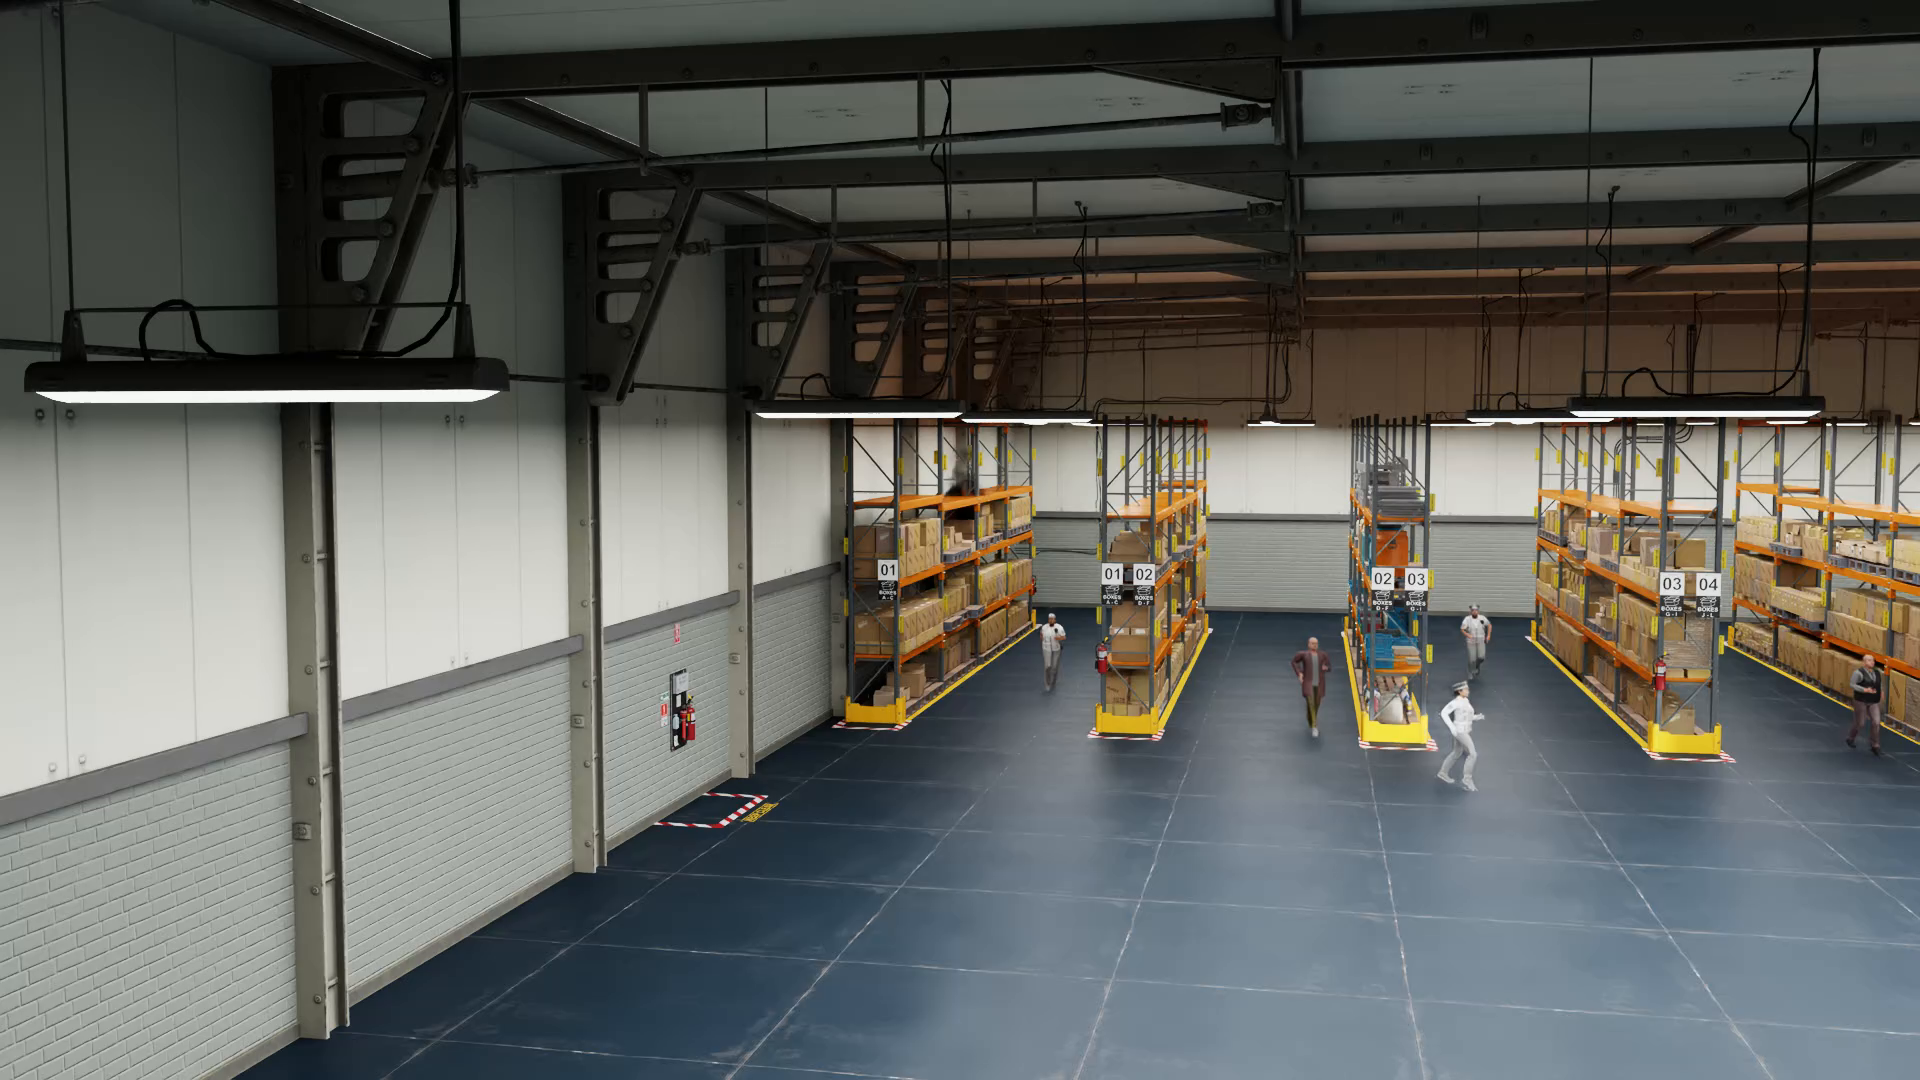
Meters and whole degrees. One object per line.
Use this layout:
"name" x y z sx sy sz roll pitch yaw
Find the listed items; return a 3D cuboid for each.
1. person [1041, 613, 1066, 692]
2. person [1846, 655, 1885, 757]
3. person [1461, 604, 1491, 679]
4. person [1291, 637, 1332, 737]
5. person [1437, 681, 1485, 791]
"person" 2.046 2.471 36.507 0.574 1.737 0.739 0 4 6
"person" 16.028 2.904 29.410 0.674 1.774 0.815 0 4 -2
"person" 11.796 2.326 37.994 0.688 1.745 0.718 1 4 11
"person" 6.627 2.729 31.206 0.699 1.806 0.949 0 4 -6
"person" 7.989 3.113 26.533 0.752 1.755 0.577 2 4 30
